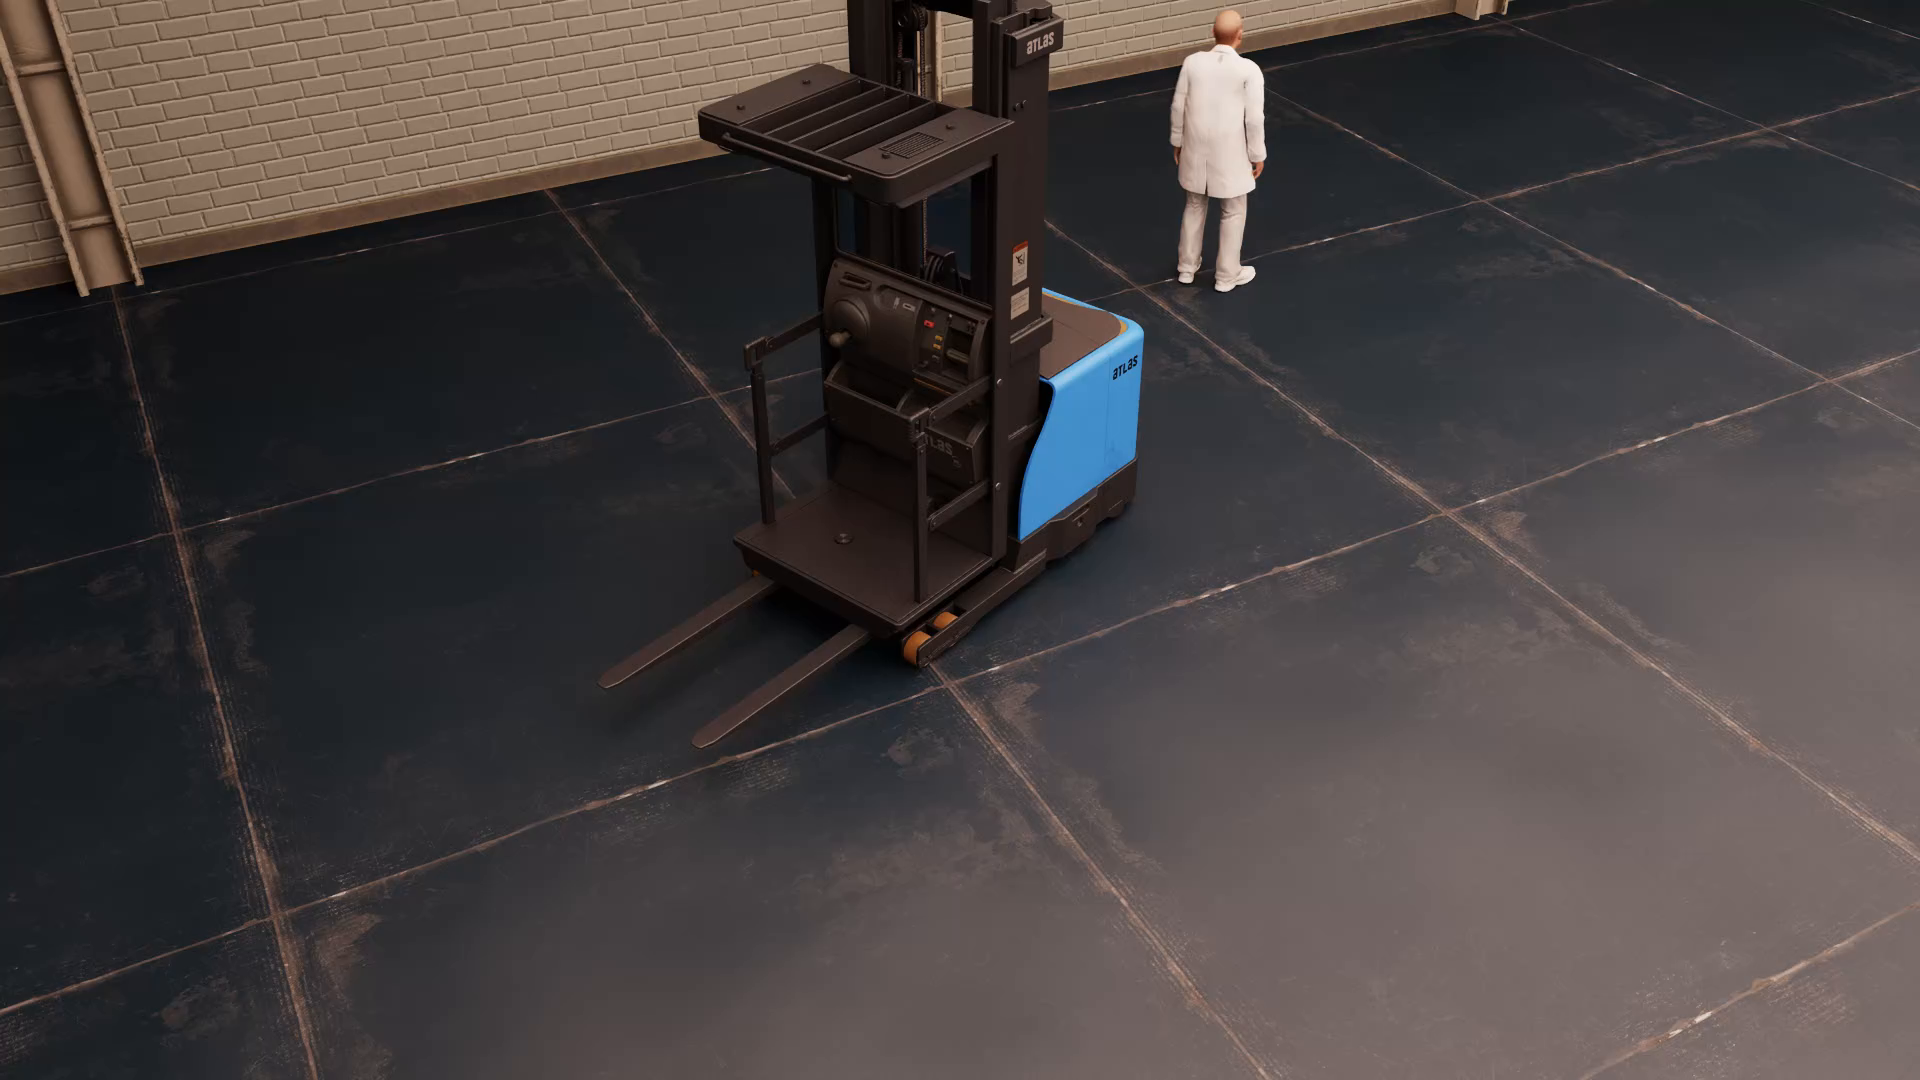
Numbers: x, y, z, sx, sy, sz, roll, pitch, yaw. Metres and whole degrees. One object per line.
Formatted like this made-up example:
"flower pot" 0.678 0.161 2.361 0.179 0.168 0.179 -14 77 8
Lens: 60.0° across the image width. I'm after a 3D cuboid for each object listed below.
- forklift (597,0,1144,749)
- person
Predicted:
"forklift" -0.390 -0.927 7.434 1.130 2.935 3.031 26 43 31
"person" 1.645 -2.478 10.631 0.646 1.774 0.420 18 39 24
